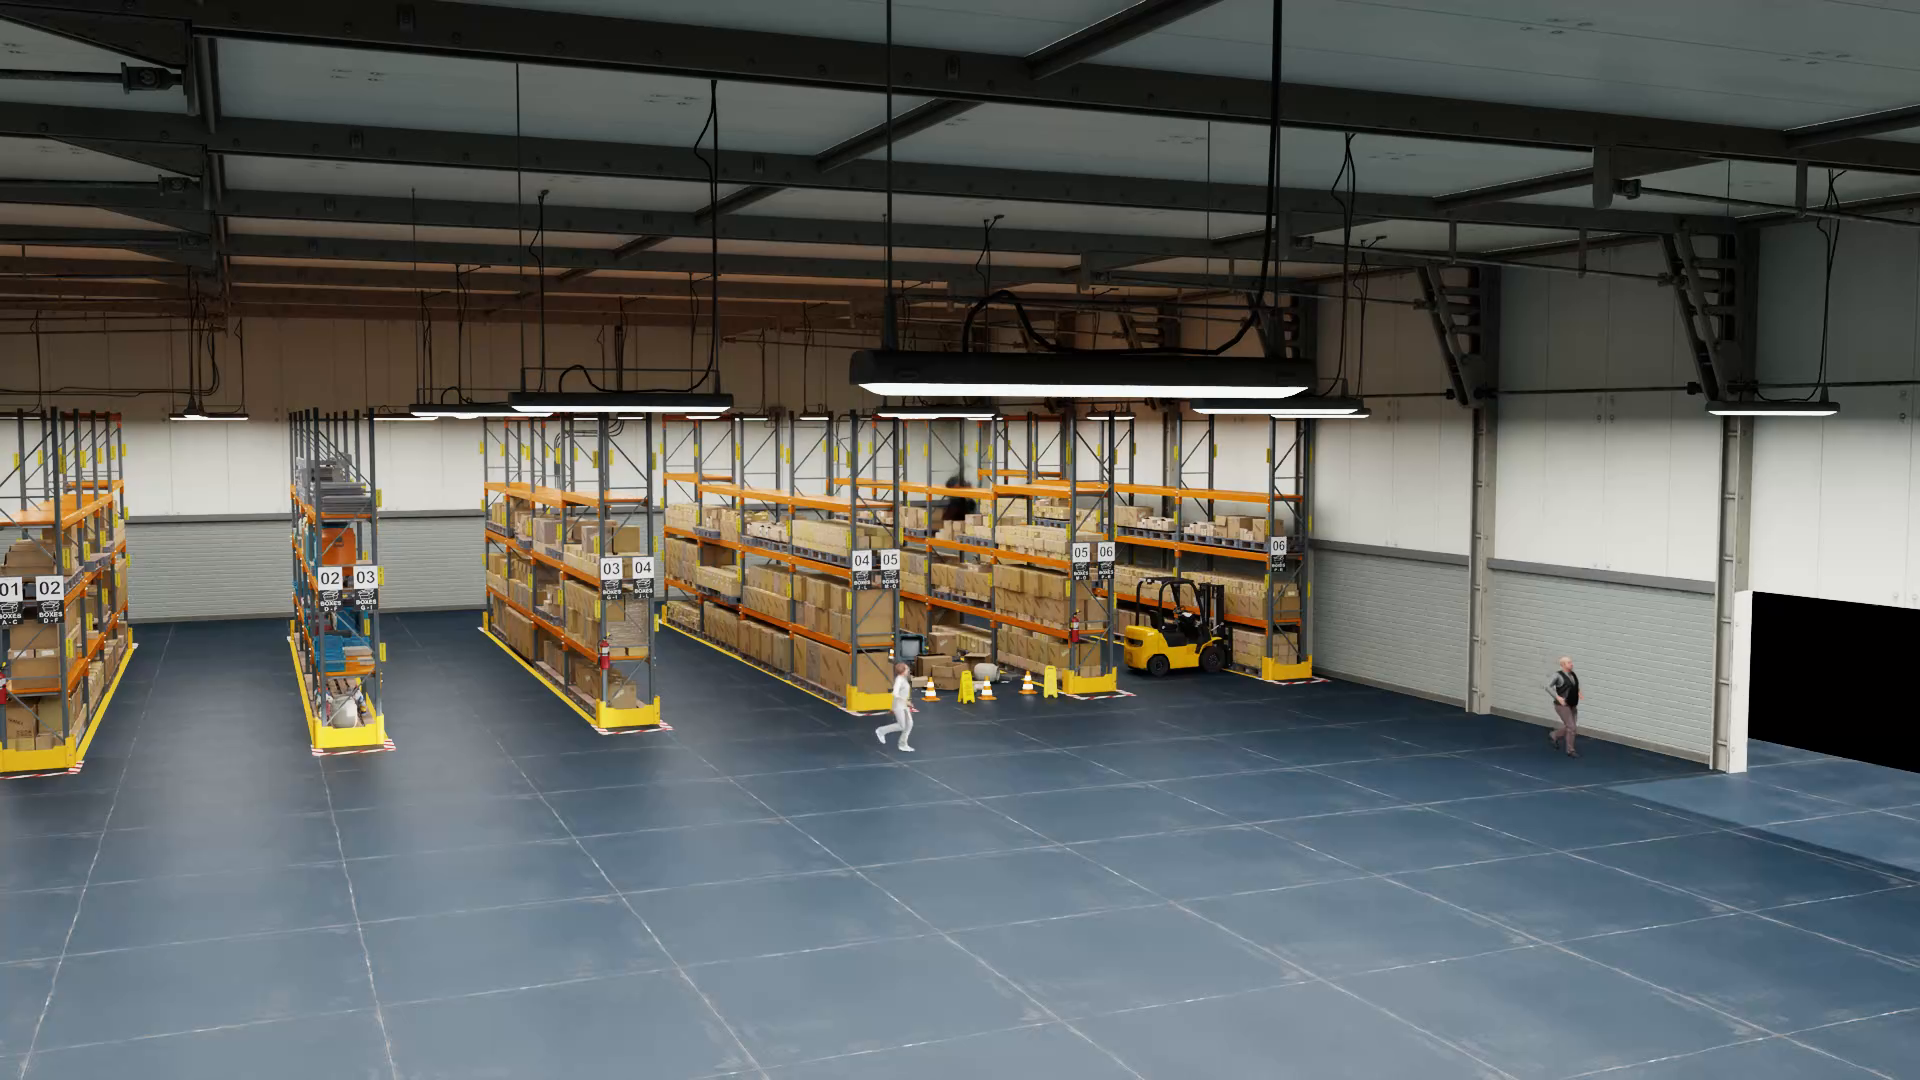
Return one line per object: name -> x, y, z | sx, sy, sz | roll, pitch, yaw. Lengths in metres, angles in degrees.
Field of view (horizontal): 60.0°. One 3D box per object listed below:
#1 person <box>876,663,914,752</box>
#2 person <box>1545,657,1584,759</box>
person -> -1.120, 2.916, 29.049 | 0.694, 1.561, 0.524 | 1, 4, 9
person -> 10.393, 2.865, 28.612 | 0.669, 1.716, 0.767 | -3, 5, -33
